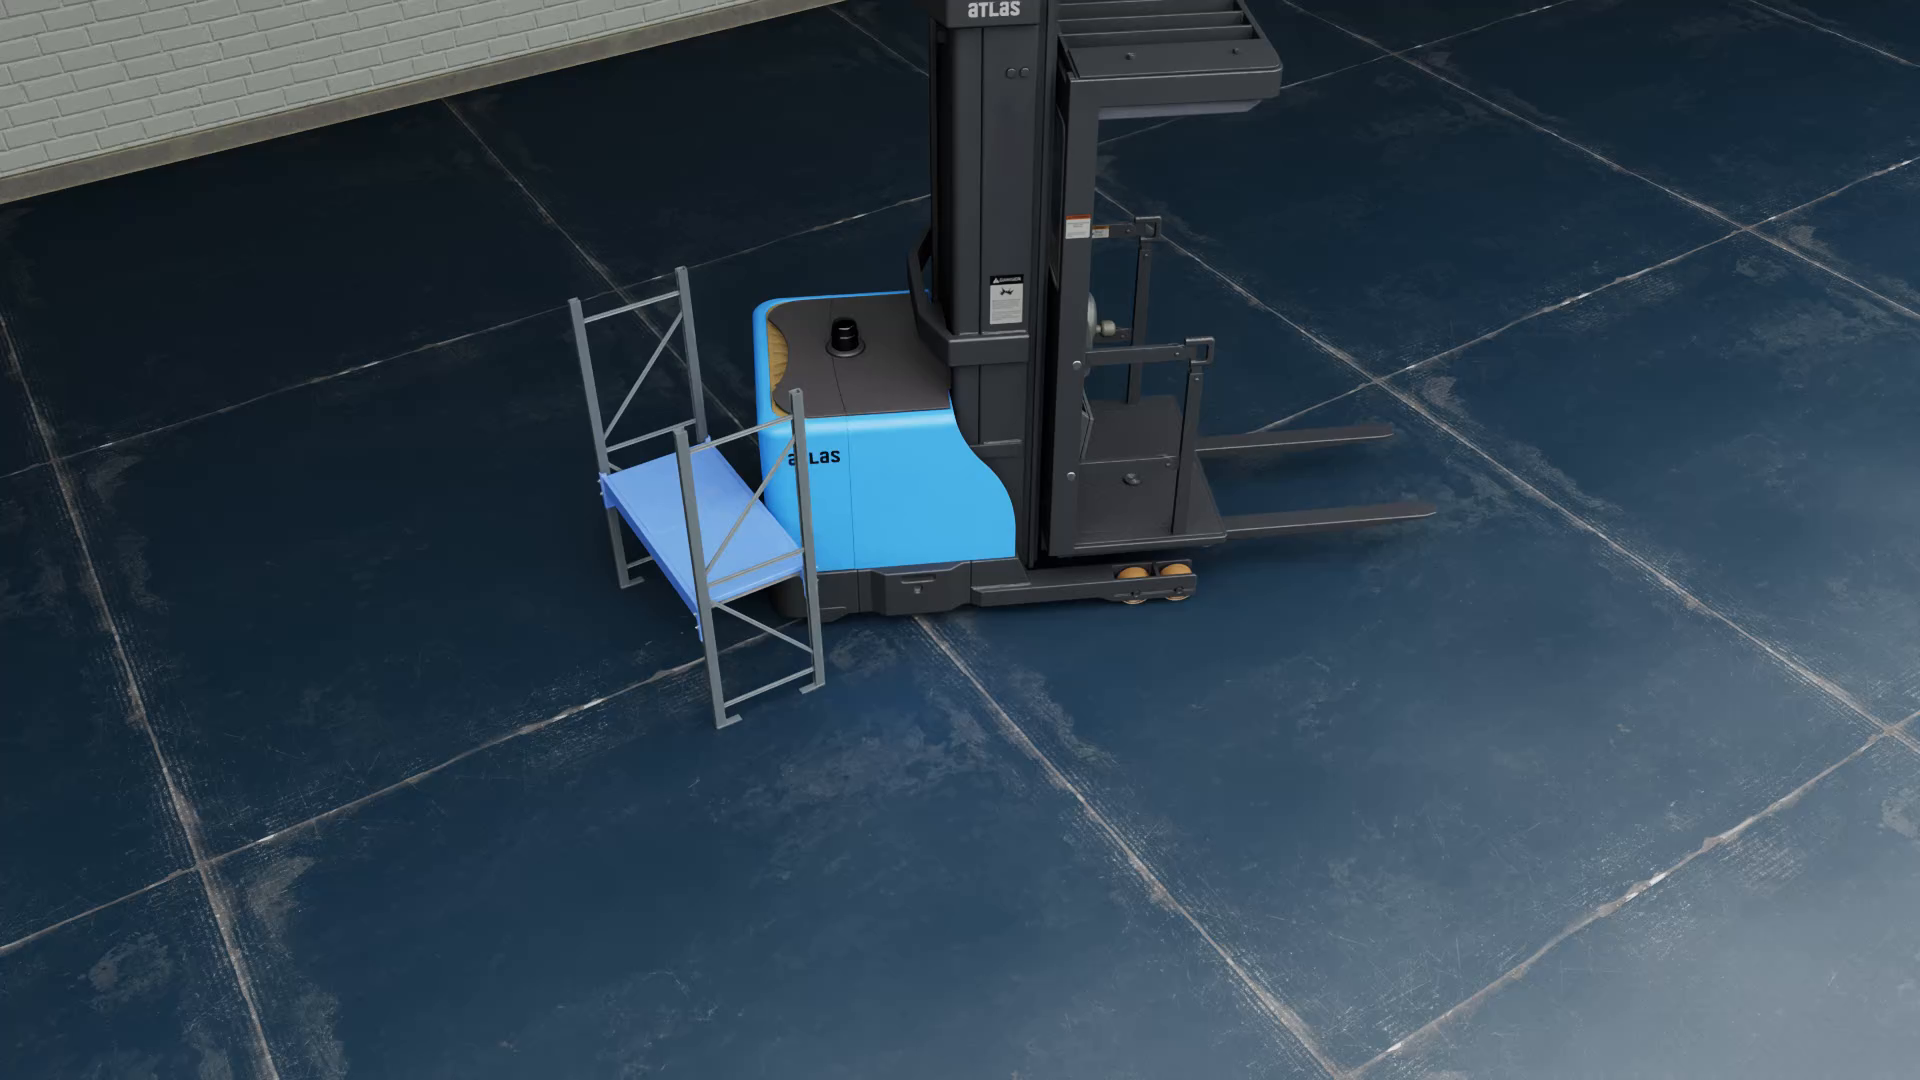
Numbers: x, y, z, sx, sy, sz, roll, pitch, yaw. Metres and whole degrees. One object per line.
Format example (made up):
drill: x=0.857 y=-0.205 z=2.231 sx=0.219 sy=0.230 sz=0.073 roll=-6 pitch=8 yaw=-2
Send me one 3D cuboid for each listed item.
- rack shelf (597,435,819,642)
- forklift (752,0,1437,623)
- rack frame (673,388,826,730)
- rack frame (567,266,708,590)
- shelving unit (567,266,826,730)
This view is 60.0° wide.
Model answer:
rack shelf: x=-1.055 y=-0.029 z=6.892 sx=0.538 sy=0.185 sz=1.000 roll=-22 pitch=44 yaw=-23
forklift: x=0.626 y=-1.174 z=6.870 sx=3.031 sy=2.935 sz=1.130 roll=-4 pitch=40 yaw=-5
rack frame: x=-0.792 y=0.111 z=6.443 sx=0.500 sy=1.500 sz=0.032 roll=-22 pitch=44 yaw=-23
rack frame: x=-1.321 y=-0.445 z=7.110 sx=0.500 sy=1.500 sz=0.032 roll=-22 pitch=44 yaw=-23
shelving unit: x=-1.056 y=-0.167 z=6.777 sx=0.538 sy=1.500 sz=1.048 roll=-22 pitch=44 yaw=-23
